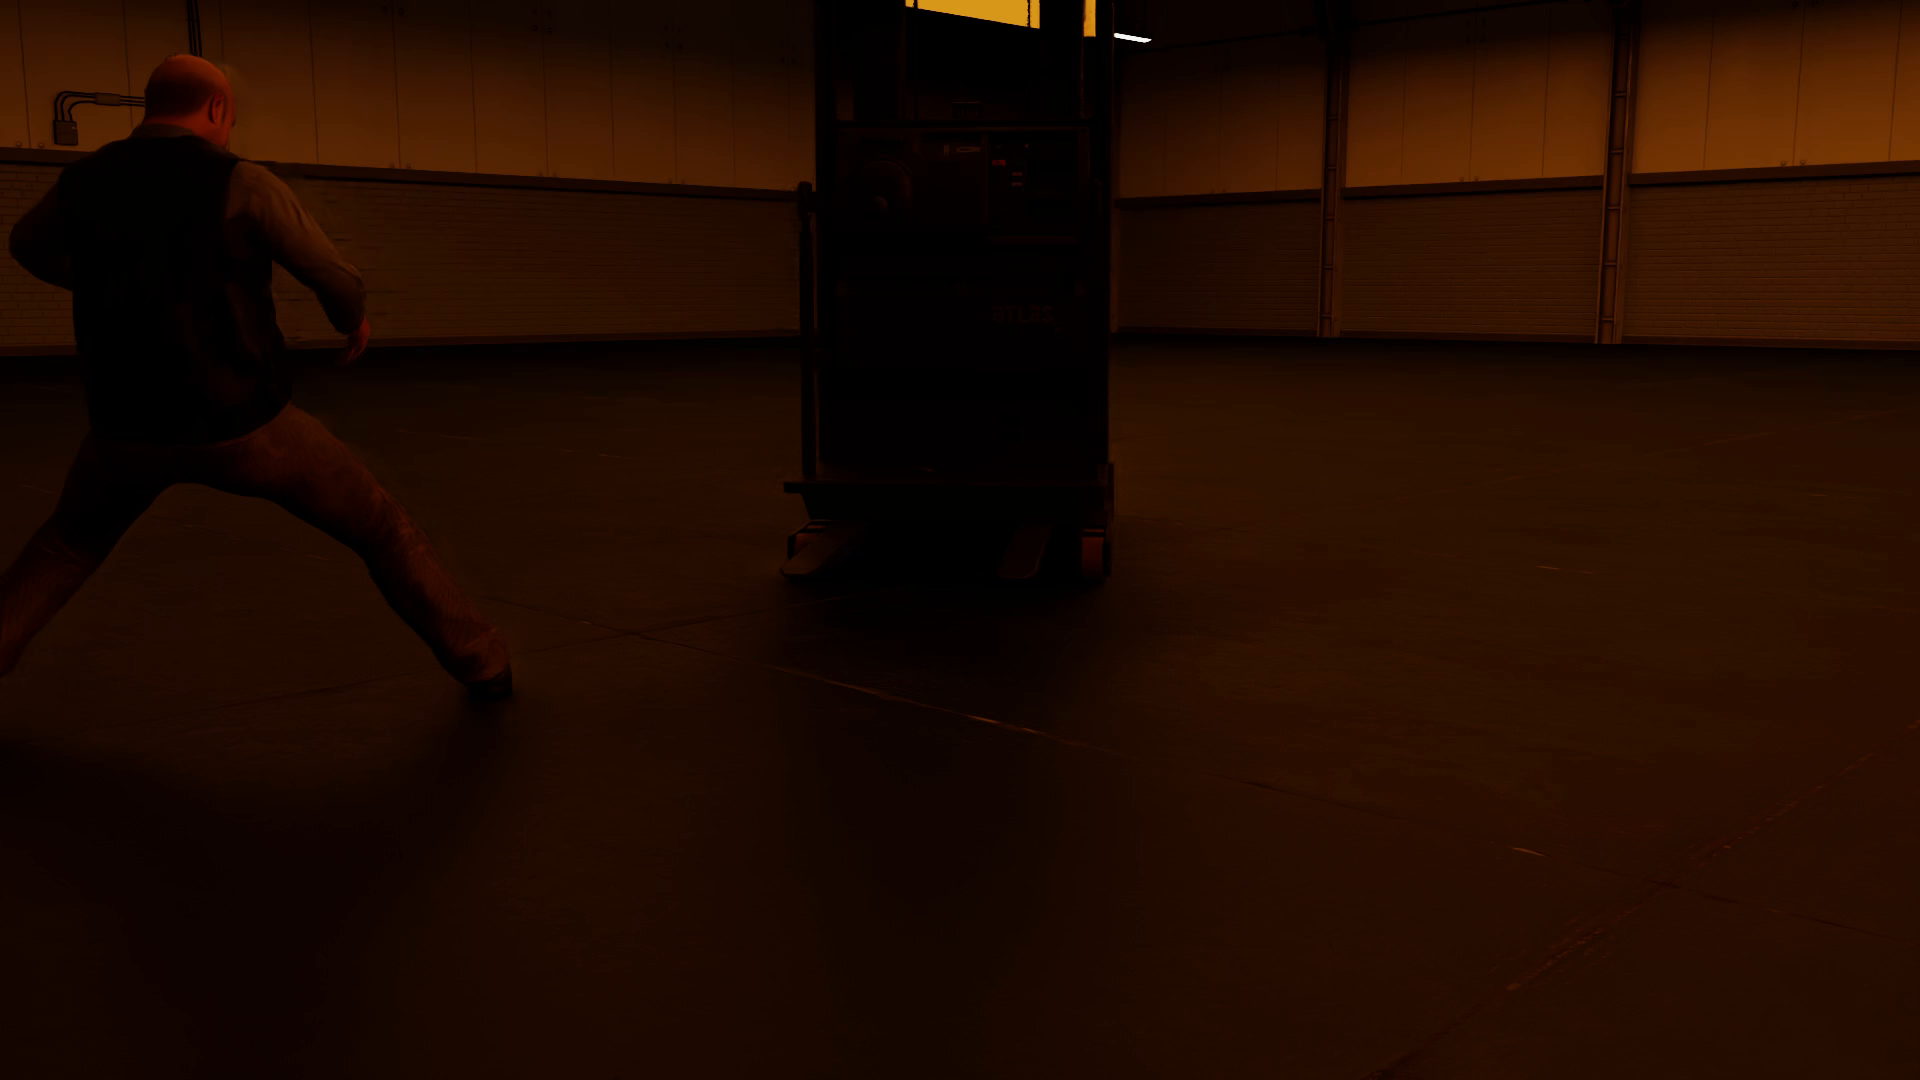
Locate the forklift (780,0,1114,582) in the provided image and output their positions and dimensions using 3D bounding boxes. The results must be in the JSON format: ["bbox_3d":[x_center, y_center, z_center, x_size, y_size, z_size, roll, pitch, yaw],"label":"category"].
[{"bbox_3d":[-0.011,-1.353,5.859,1.130,2.935,3.031,1,9,5],"label":"forklift"}]

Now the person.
[{"bbox_3d":[-1.786,-0.346,3.912,1.303,1.517,0.820,1,9,6],"label":"person"}]
